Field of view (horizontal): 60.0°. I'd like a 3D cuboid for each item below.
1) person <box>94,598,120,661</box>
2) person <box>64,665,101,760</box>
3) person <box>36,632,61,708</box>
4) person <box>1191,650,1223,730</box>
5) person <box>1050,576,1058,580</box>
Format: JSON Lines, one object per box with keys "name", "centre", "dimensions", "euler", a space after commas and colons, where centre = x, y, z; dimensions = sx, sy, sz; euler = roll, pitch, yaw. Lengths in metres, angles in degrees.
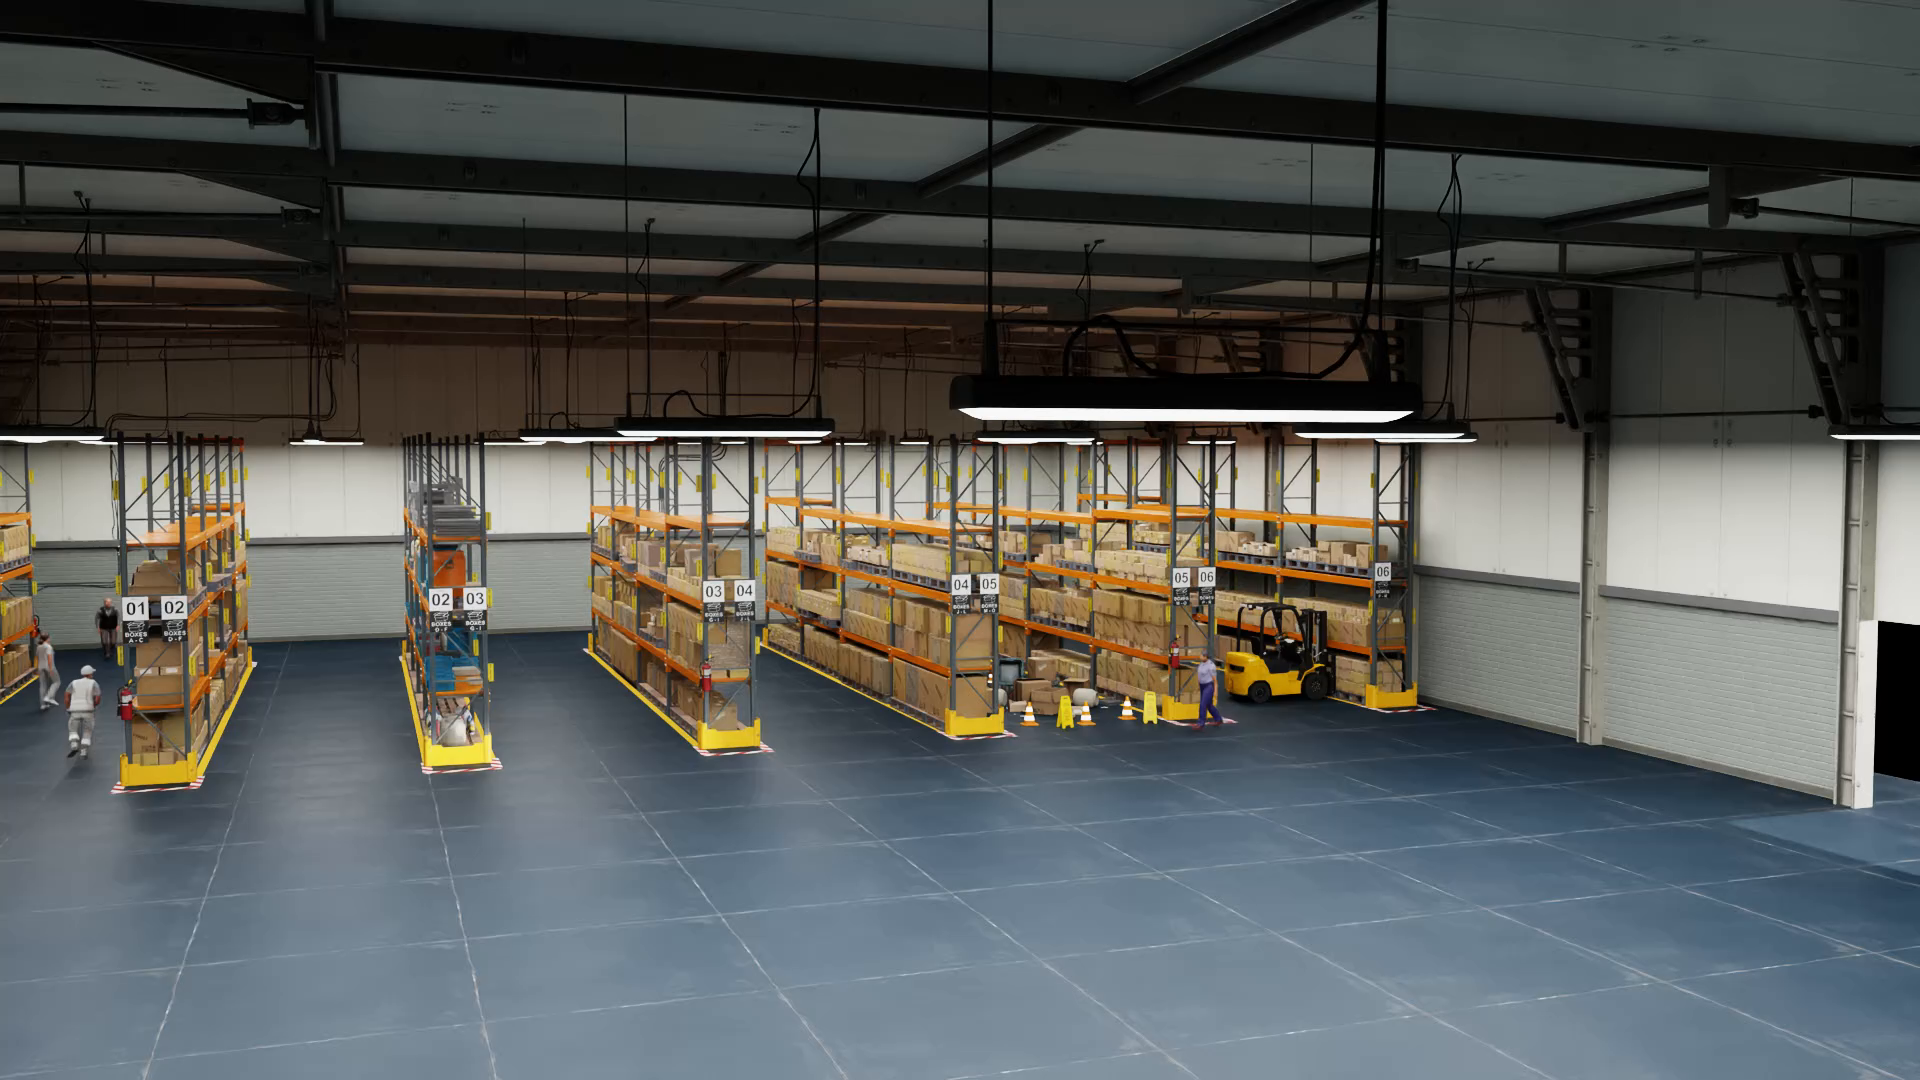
{"name": "person", "centre": [-23.050, 2.400, 44.967], "dimensions": [0.618, 1.687, 0.571], "euler": [-2, 4, -26]}
{"name": "person", "centre": [-16.174, 3.184, 30.645], "dimensions": [0.625, 1.690, 0.752], "euler": [-1, 3, -19]}
{"name": "person", "centre": [-20.081, 2.856, 36.535], "dimensions": [0.487, 1.655, 0.471], "euler": [0, 3, -1]}
{"name": "person", "centre": [5.037, 3.039, 33.894], "dimensions": [0.853, 1.614, 0.516], "euler": [-1, 3, -19]}
{"name": "person", "centre": [2.950, 1.954, 52.596], "dimensions": [0.463, 1.662, 0.625], "euler": [2, 4, 27]}
